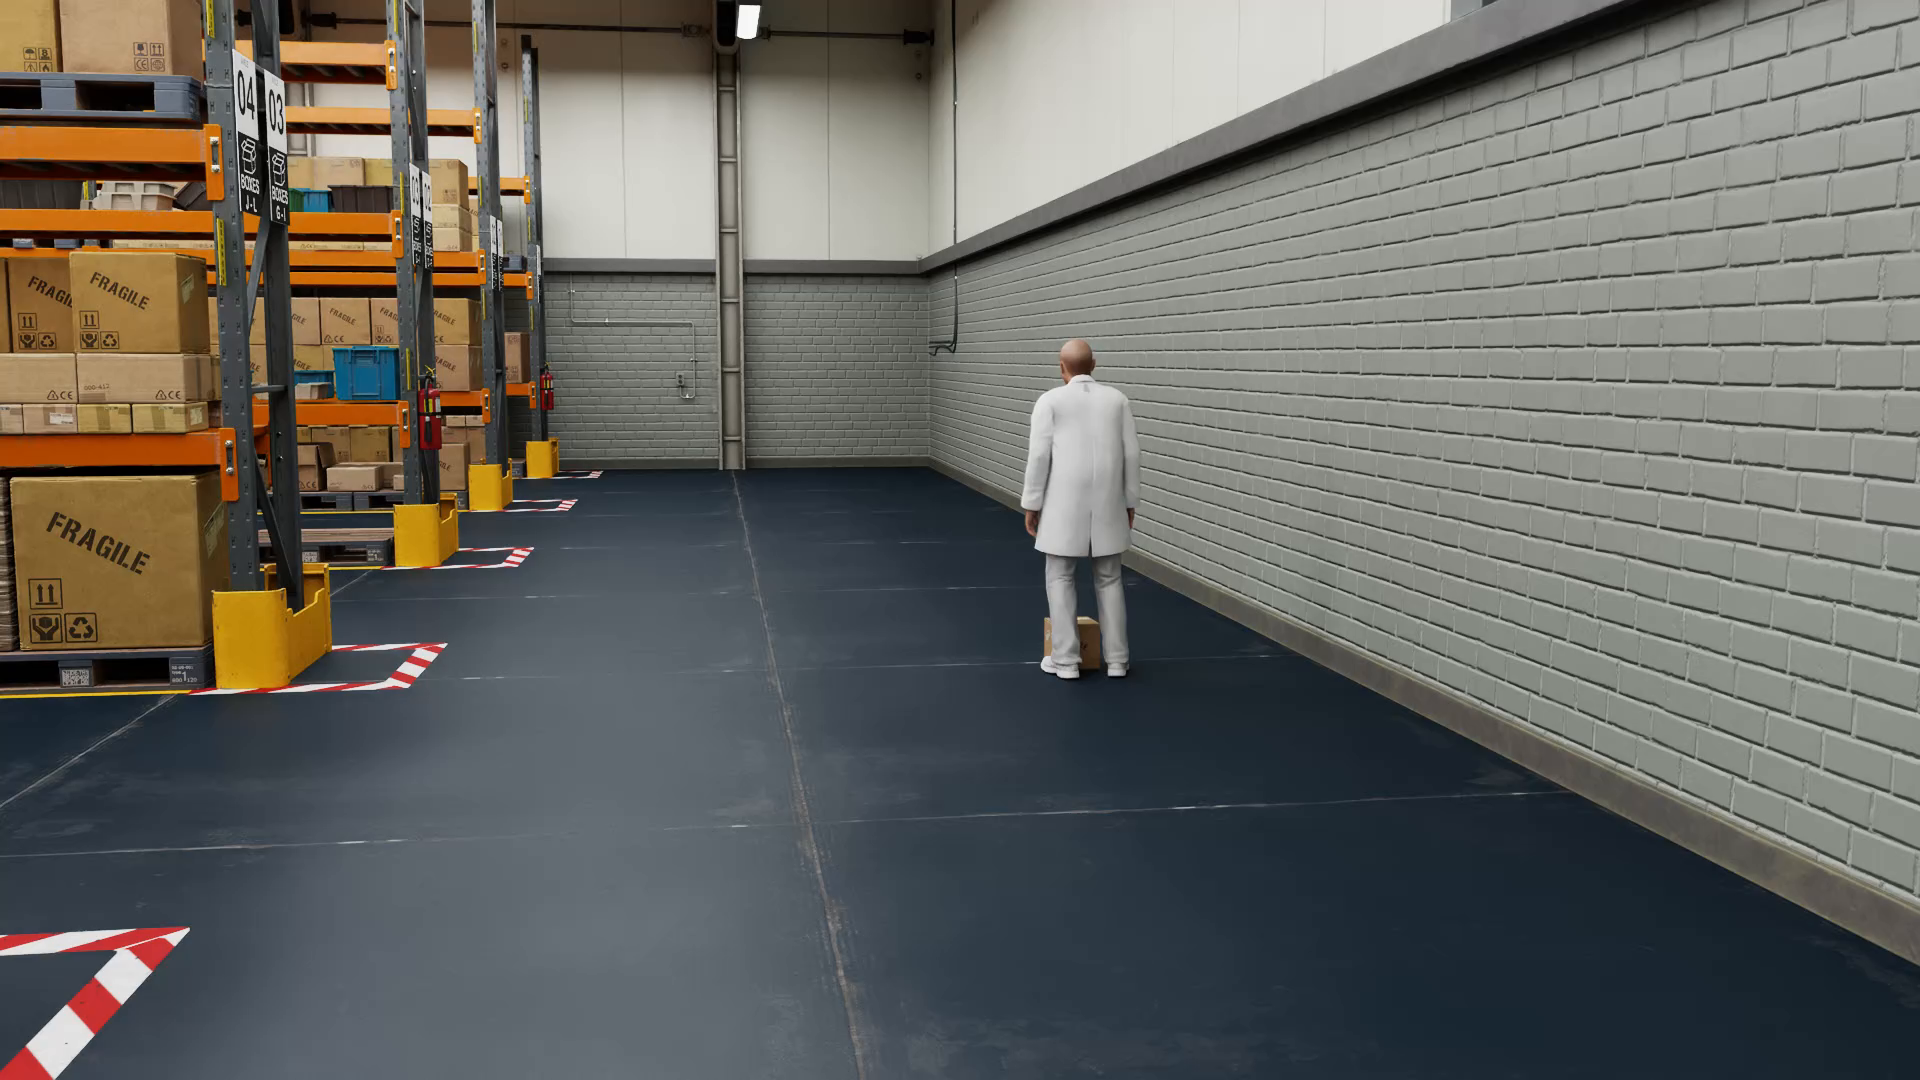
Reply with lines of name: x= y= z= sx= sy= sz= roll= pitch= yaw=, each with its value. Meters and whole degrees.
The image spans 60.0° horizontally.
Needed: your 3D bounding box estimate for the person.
person: x=0.639 y=-0.166 z=8.767 sx=0.653 sy=1.774 sz=0.424 roll=-1 pitch=6 yaw=-12
